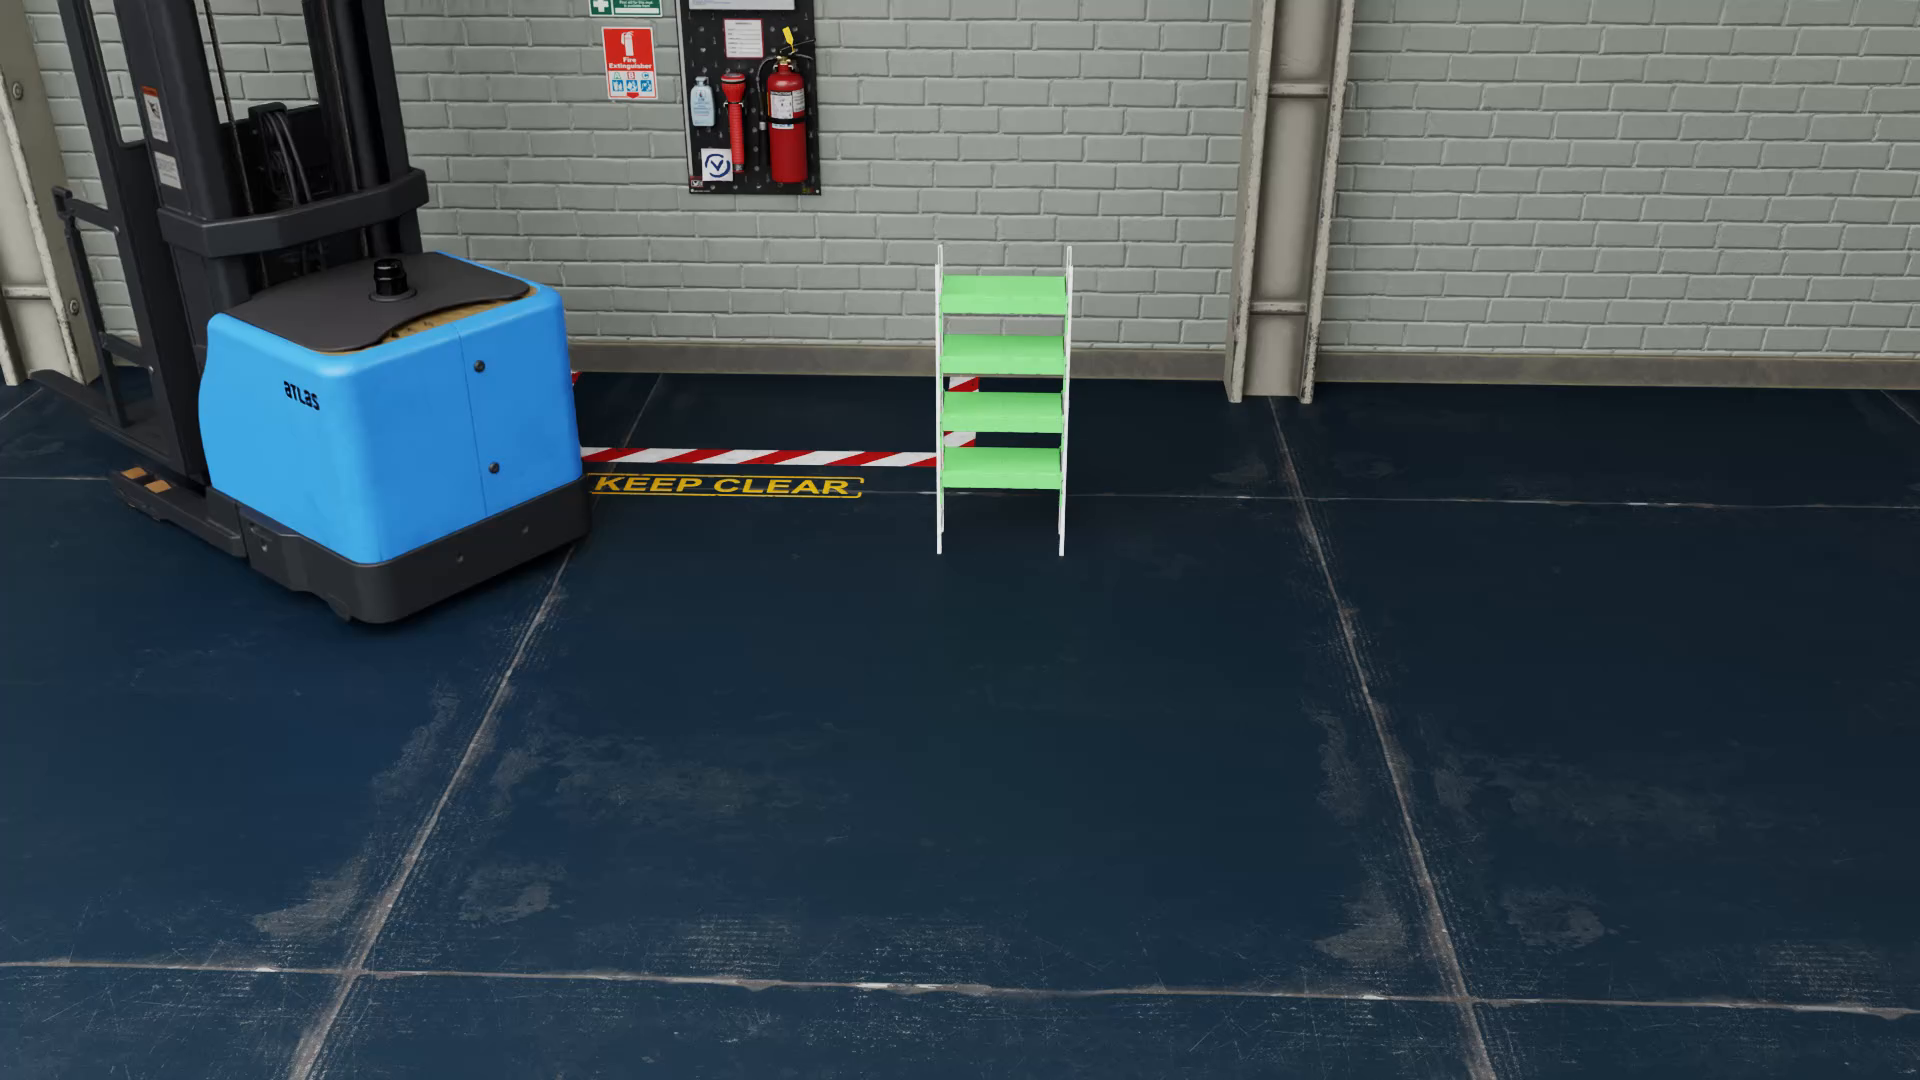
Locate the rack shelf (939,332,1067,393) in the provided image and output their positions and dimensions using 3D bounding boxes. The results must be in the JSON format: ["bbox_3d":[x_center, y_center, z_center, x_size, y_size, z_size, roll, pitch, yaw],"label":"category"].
[{"bbox_3d":[0.165,-0.683,6.381,0.480,0.148,0.258,1,28,2],"label":"rack shelf"}]

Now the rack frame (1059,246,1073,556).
[{"bbox_3d":[0.409,-0.523,6.456,0.015,1.200,0.240,1,28,2],"label":"rack frame"}]

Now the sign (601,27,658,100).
[{"bbox_3d":[-1.516,-2.189,7.639,0.234,0.329,0.001,1,28,2],"label":"sign"}]

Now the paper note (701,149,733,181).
[{"bbox_3d":[-1.142,-1.762,7.812,0.142,0.148,0.016,1,28,2],"label":"paper note"}]

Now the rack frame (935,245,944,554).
[{"bbox_3d":[-0.078,-0.531,6.471,0.015,1.200,0.240,1,28,2],"label":"rack frame"}]

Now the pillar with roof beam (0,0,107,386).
[{"bbox_3d":[-4.647,-2.792,2.409,0.400,9.000,9.100,1,28,2],"label":"pillar with roof beam"}]

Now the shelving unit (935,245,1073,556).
[{"bbox_3d":[0.165,-0.527,6.464,0.503,1.200,0.258,1,28,2],"label":"shelving unit"}]

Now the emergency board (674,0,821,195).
[{"bbox_3d":[-0.967,-2.116,7.539,0.643,1.169,0.194,1,28,2],"label":"emergency board"}]

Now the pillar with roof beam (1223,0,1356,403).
[{"bbox_3d":[1.349,-2.693,2.222,0.400,9.000,9.100,1,28,2],"label":"pillar with roof beam"}]

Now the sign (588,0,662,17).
[{"bbox_3d":[-1.512,-2.419,7.507,0.331,0.109,0.001,1,28,2],"label":"sign"}]

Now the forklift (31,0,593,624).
[{"bbox_3d":[-2.939,-1.546,6.536,3.031,2.935,1.130,21,34,34],"label":"forklift"}]

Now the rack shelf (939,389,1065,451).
[{"bbox_3d":[0.165,-0.471,6.494,0.480,0.148,0.258,1,28,2],"label":"rack shelf"}]

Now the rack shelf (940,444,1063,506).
[{"bbox_3d":[0.165,-0.259,6.606,0.480,0.148,0.258,1,28,2],"label":"rack shelf"}]

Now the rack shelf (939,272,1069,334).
[{"bbox_3d":[0.165,-0.895,6.269,0.480,0.148,0.258,1,28,2],"label":"rack shelf"}]
